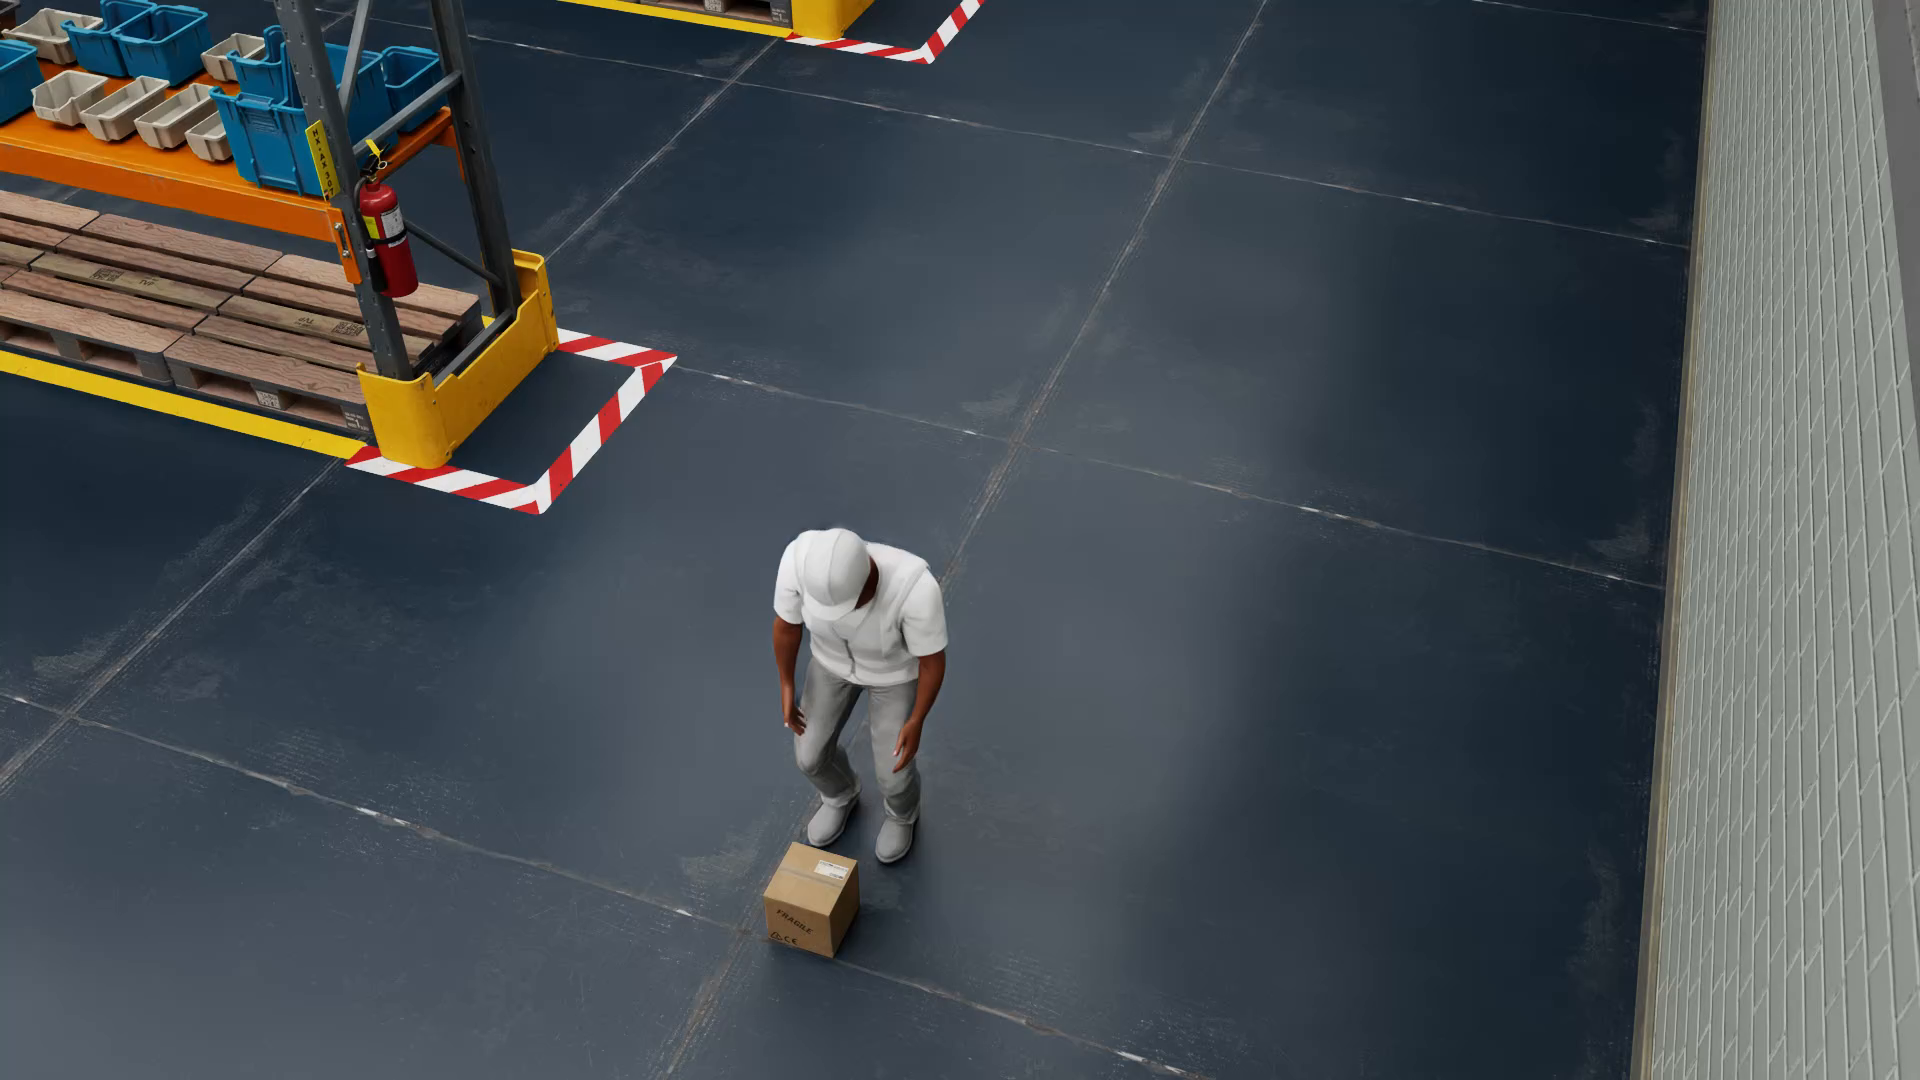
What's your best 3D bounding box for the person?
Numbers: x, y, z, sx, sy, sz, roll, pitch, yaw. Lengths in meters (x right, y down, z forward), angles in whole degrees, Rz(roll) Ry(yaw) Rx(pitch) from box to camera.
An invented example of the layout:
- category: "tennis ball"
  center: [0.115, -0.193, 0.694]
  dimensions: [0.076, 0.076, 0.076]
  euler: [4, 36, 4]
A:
- category: "person"
  center: [-0.327, 0.491, 5.700]
  dimensions: [0.616, 1.614, 0.599]
  euler: [14, 43, 16]
